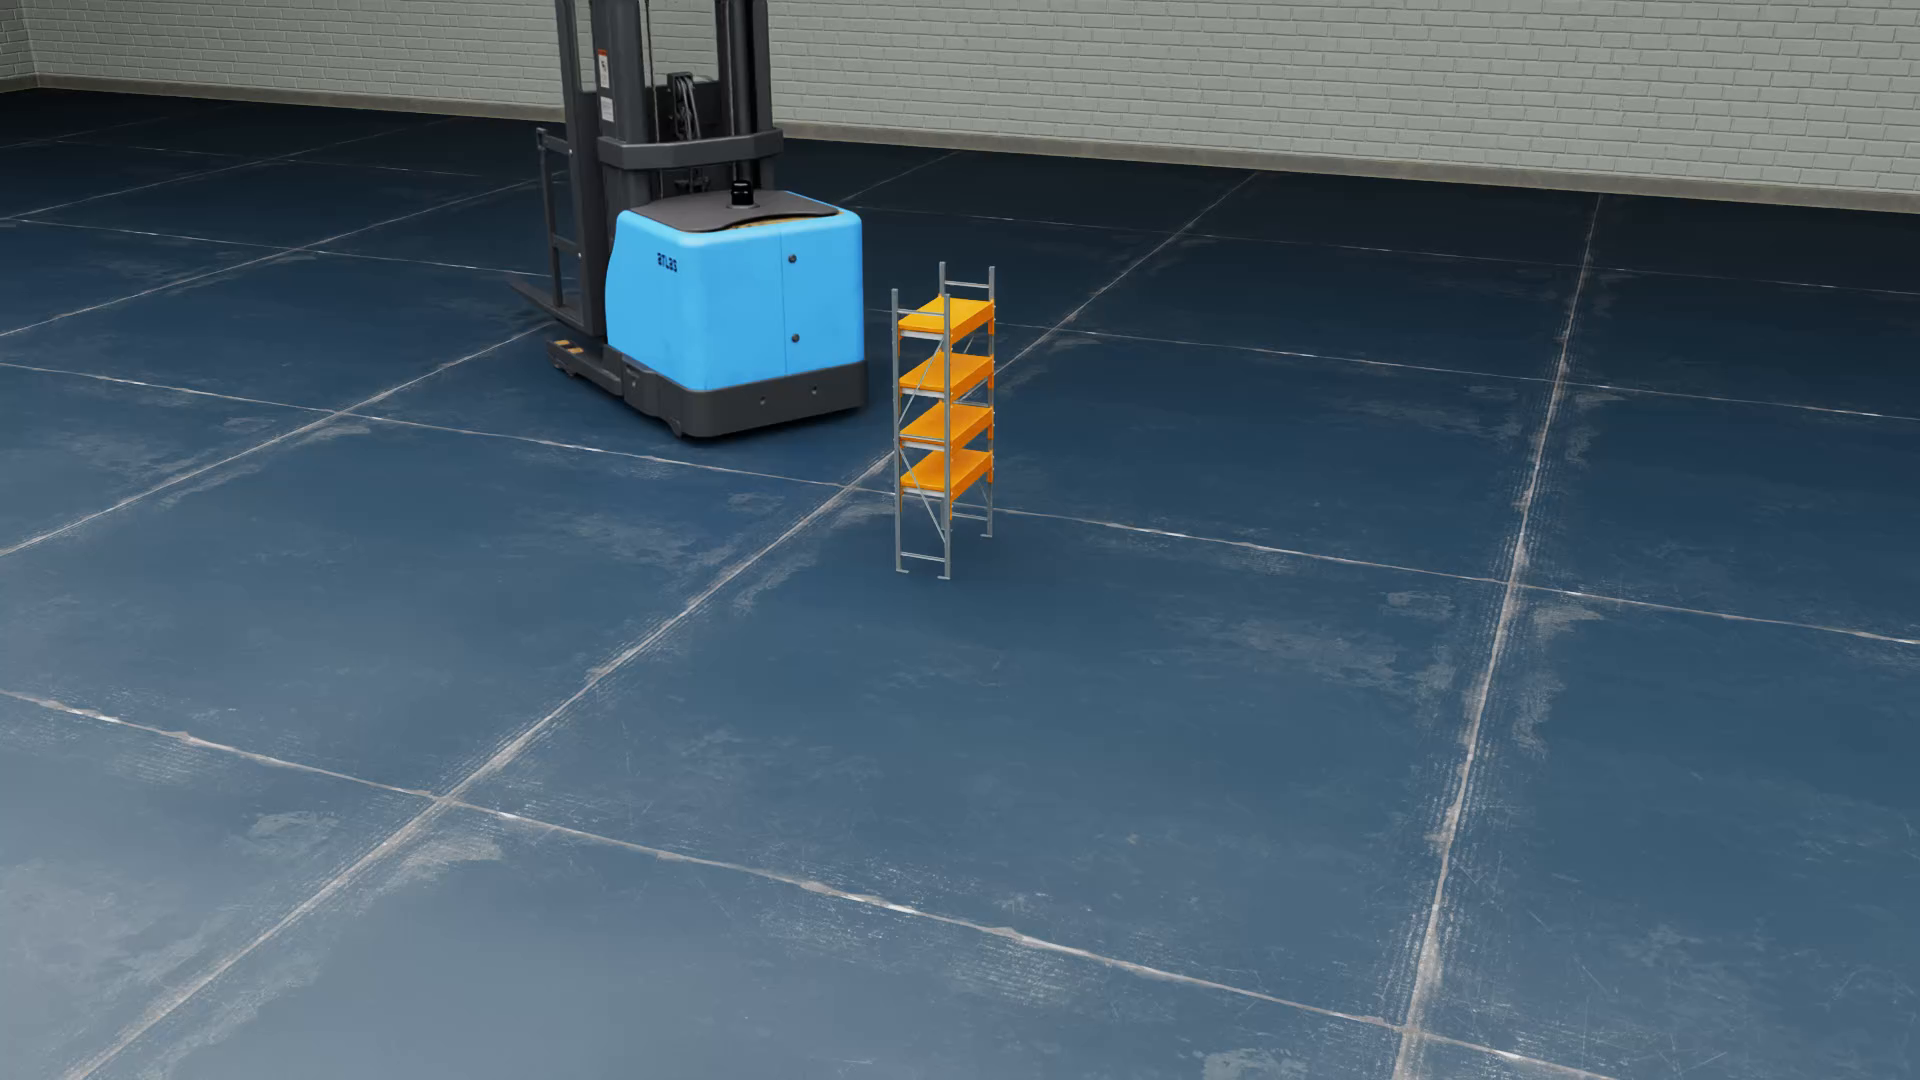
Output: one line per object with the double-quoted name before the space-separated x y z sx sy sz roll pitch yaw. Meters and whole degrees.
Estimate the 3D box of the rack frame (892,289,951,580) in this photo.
"rack frame" -0.152 -0.407 6.668 0.240 1.200 0.015 9 24 20

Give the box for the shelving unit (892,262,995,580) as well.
"shelving unit" -0.061 -0.494 6.877 0.258 1.200 0.503 9 24 20

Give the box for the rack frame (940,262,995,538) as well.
"rack frame" 0.029 -0.582 7.086 0.240 1.200 0.015 9 24 20

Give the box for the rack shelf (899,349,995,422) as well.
"rack shelf" -0.061 -0.639 6.817 0.258 0.148 0.480 9 24 20

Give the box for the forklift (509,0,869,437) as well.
"forklift" -1.735 -2.376 9.136 1.130 2.935 3.031 -15 27 -32

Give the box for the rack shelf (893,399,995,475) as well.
"rack shelf" -0.061 -0.432 6.903 0.258 0.148 0.480 9 24 20

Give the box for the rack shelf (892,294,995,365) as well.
"rack shelf" -0.062 -0.857 6.725 0.258 0.148 0.480 9 24 20

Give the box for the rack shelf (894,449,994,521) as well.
"rack shelf" -0.061 -0.249 6.979 0.258 0.148 0.480 9 24 20
